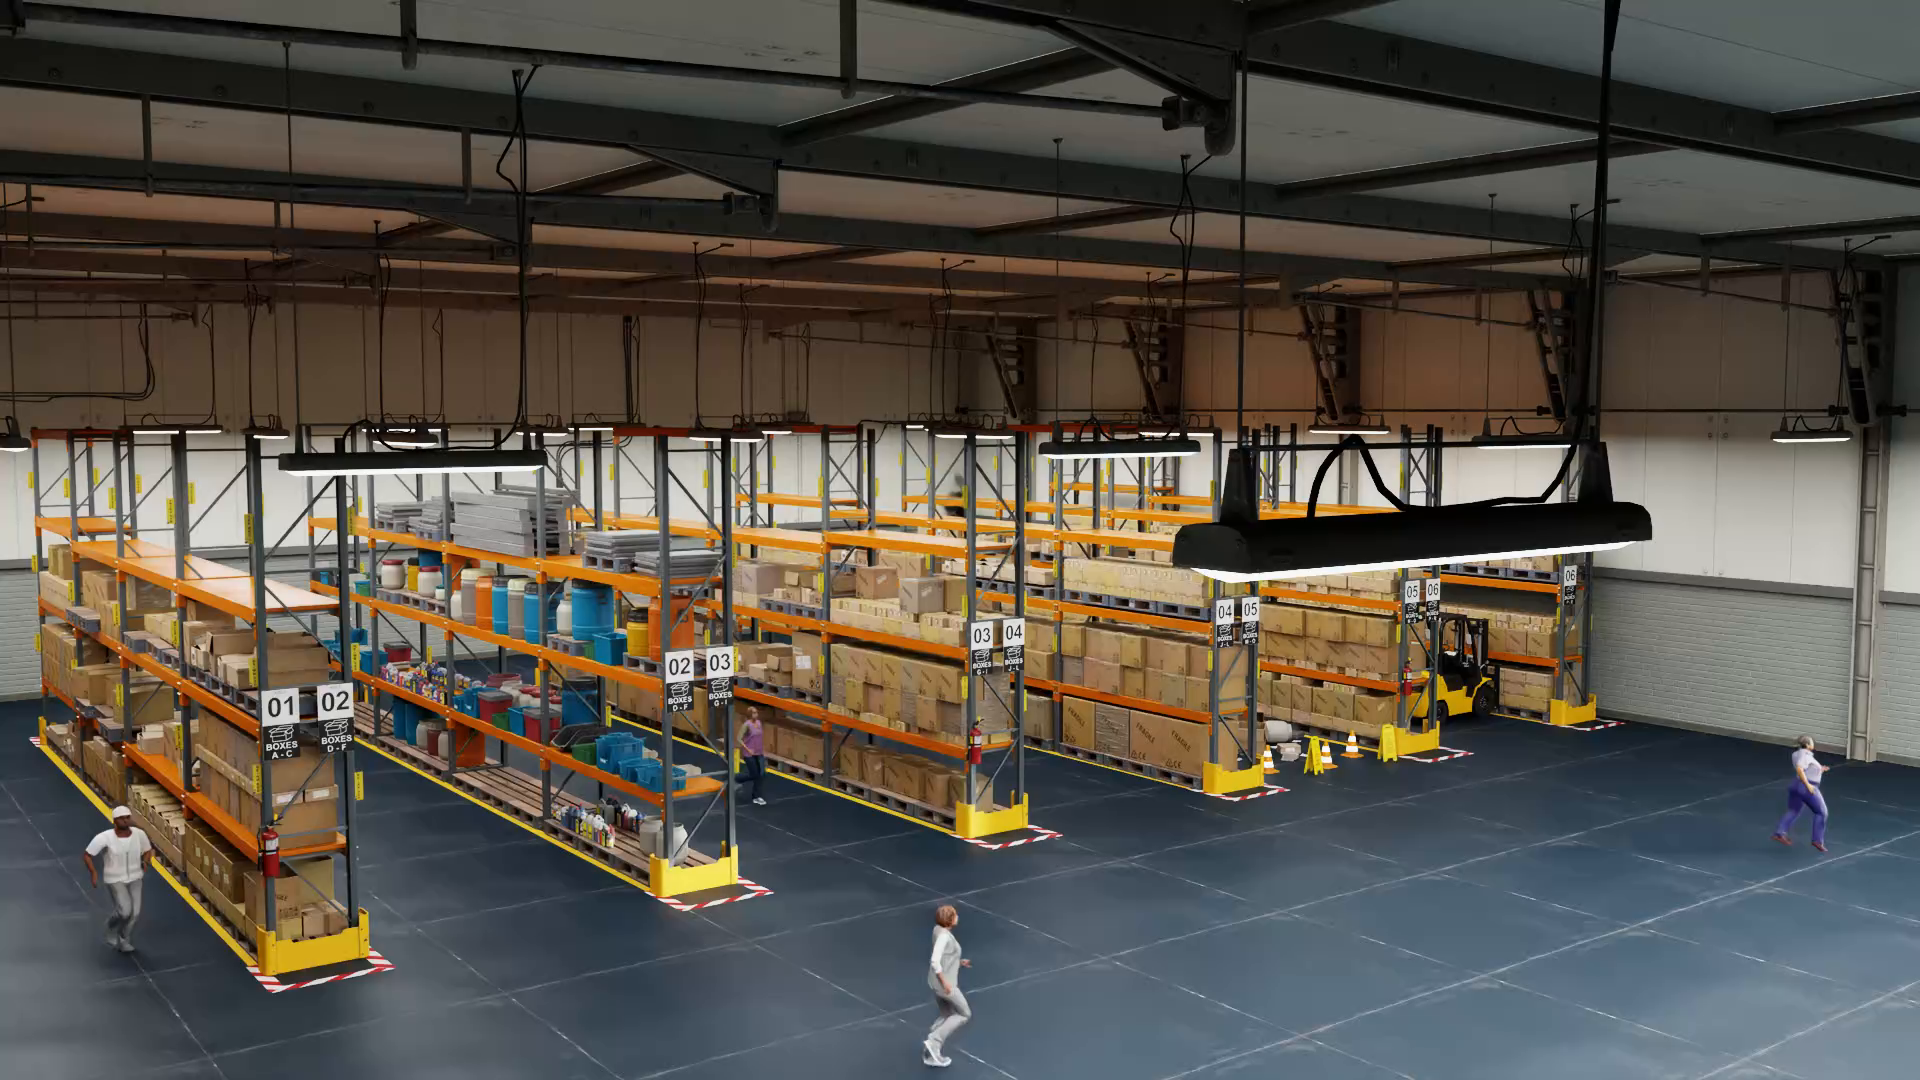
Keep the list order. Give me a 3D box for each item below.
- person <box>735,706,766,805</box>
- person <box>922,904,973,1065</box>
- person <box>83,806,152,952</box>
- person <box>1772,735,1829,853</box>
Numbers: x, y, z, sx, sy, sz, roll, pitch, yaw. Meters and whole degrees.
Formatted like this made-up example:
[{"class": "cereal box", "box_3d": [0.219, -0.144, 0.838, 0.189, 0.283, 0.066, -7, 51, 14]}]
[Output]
[{"class": "person", "box_3d": [-3.356, 3.449, 26.754, 0.675, 1.559, 0.553, 3, 6, 38]}, {"class": "person", "box_3d": [-0.111, 4.287, 16.046, 0.529, 1.567, 0.545, -1, 5, -15]}, {"class": "person", "box_3d": [-9.700, 3.948, 19.311, 0.583, 1.720, 0.695, 4, 6, 40]}, {"class": "person", "box_3d": [12.093, 3.641, 23.845, 0.748, 1.711, 0.579, 0, 4, -5]}]
